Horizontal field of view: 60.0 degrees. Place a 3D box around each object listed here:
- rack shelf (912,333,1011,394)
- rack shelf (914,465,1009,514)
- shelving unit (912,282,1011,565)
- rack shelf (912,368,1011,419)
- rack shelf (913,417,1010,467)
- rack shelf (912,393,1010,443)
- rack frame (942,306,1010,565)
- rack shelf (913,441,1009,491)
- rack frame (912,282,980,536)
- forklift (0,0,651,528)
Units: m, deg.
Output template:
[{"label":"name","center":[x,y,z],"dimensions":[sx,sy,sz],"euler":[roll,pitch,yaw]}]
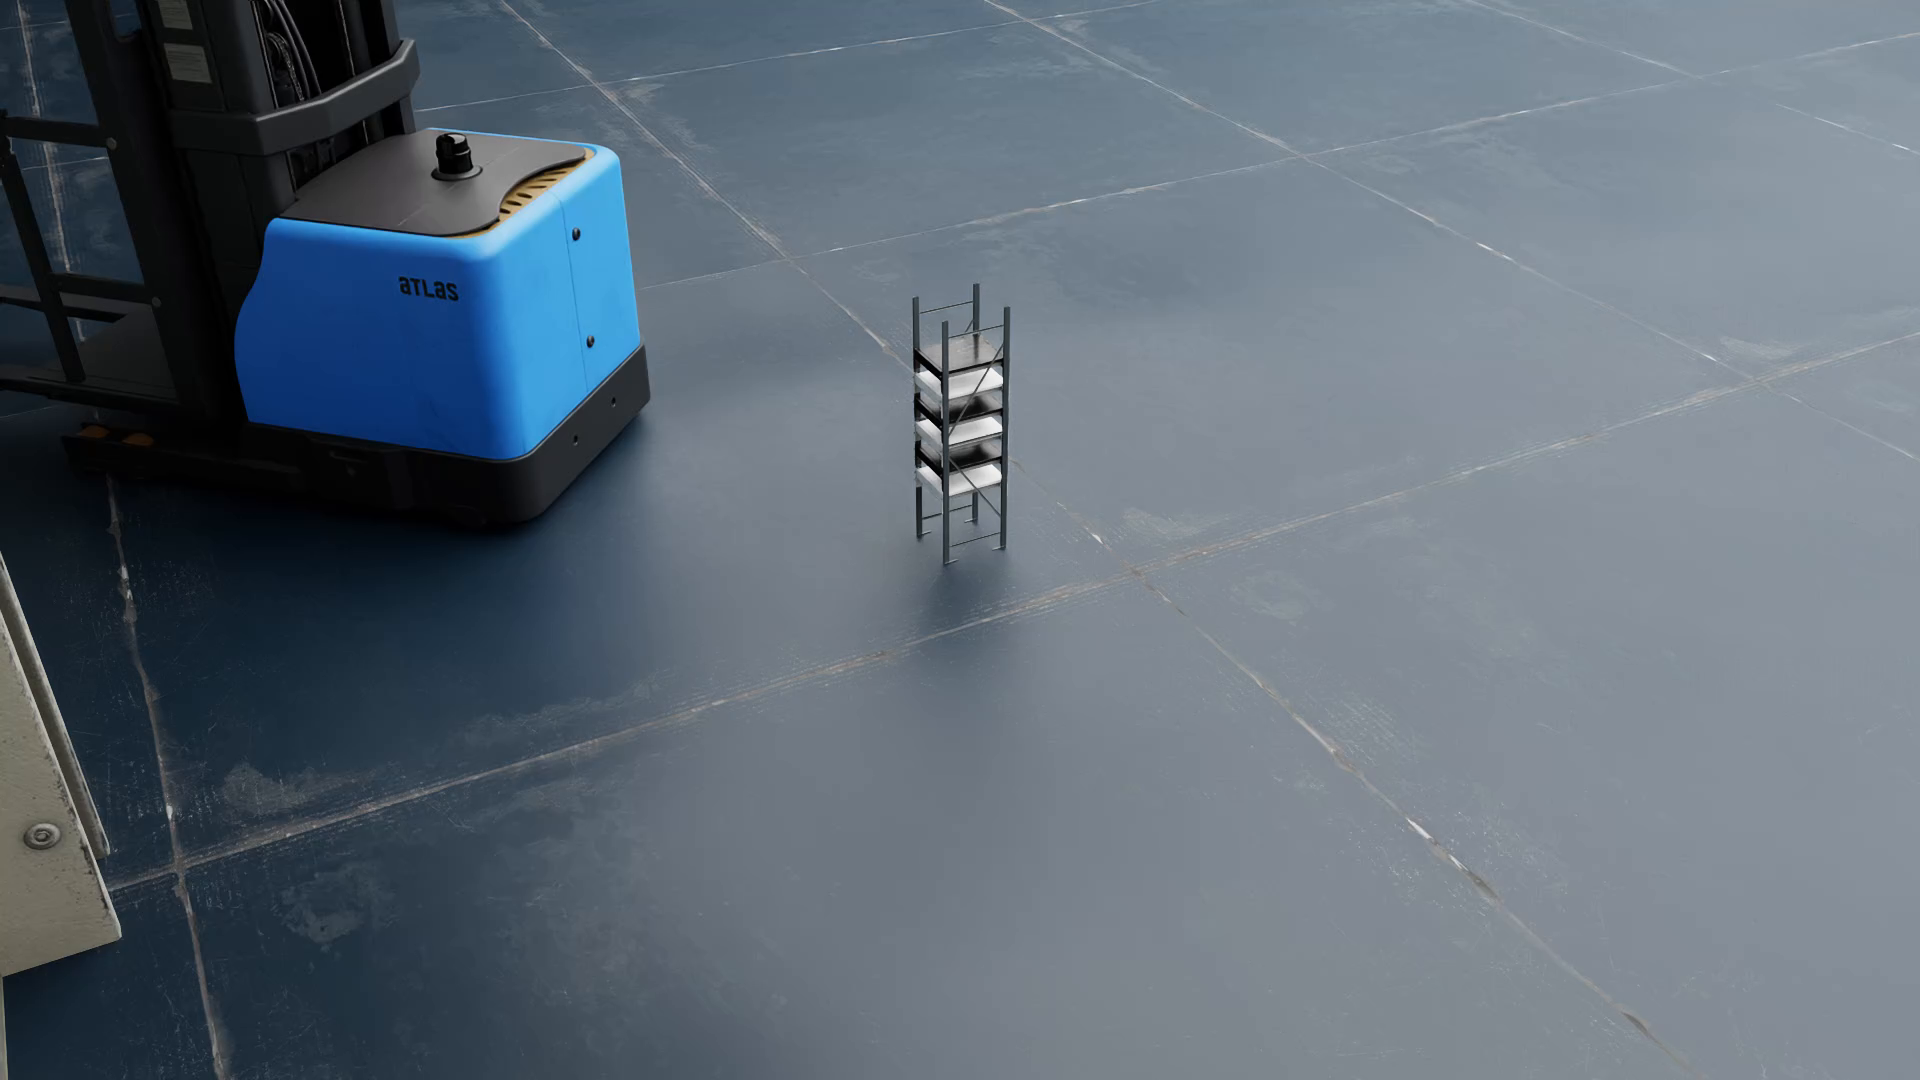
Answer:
[{"label":"rack shelf","center":[0.004,-0.574,5.374],"dimensions":[0.258,0.077,0.200],"euler":[-16,36,-23]},{"label":"rack shelf","center":[0.004,-0.195,5.616],"dimensions":[0.258,0.077,0.200],"euler":[-16,36,-23]},{"label":"shelving unit","center":[0.004,-0.375,5.501],"dimensions":[0.258,0.900,0.210],"euler":[-16,36,-23]},{"label":"rack shelf","center":[0.004,-0.499,5.422],"dimensions":[0.258,0.077,0.200],"euler":[-16,36,-23]},{"label":"rack shelf","center":[0.004,-0.347,5.519],"dimensions":[0.258,0.077,0.200],"euler":[-16,36,-23]},{"label":"rack shelf","center":[0.004,-0.423,5.471],"dimensions":[0.258,0.077,0.200],"euler":[-16,36,-23]},{"label":"rack frame","center":[0.051,-0.327,5.425],"dimensions":[0.240,0.900,0.006],"euler":[-16,36,-23]},{"label":"rack shelf","center":[0.004,-0.271,5.568],"dimensions":[0.258,0.077,0.200],"euler":[-16,36,-23]},{"label":"rack frame","center":[-0.044,-0.424,5.577],"dimensions":[0.240,0.900,0.006],"euler":[-16,36,-23]},{"label":"forklift","center":[-2.780,-1.719,5.716],"dimensions":[3.031,2.935,1.130],"euler":[9,34,14]}]
